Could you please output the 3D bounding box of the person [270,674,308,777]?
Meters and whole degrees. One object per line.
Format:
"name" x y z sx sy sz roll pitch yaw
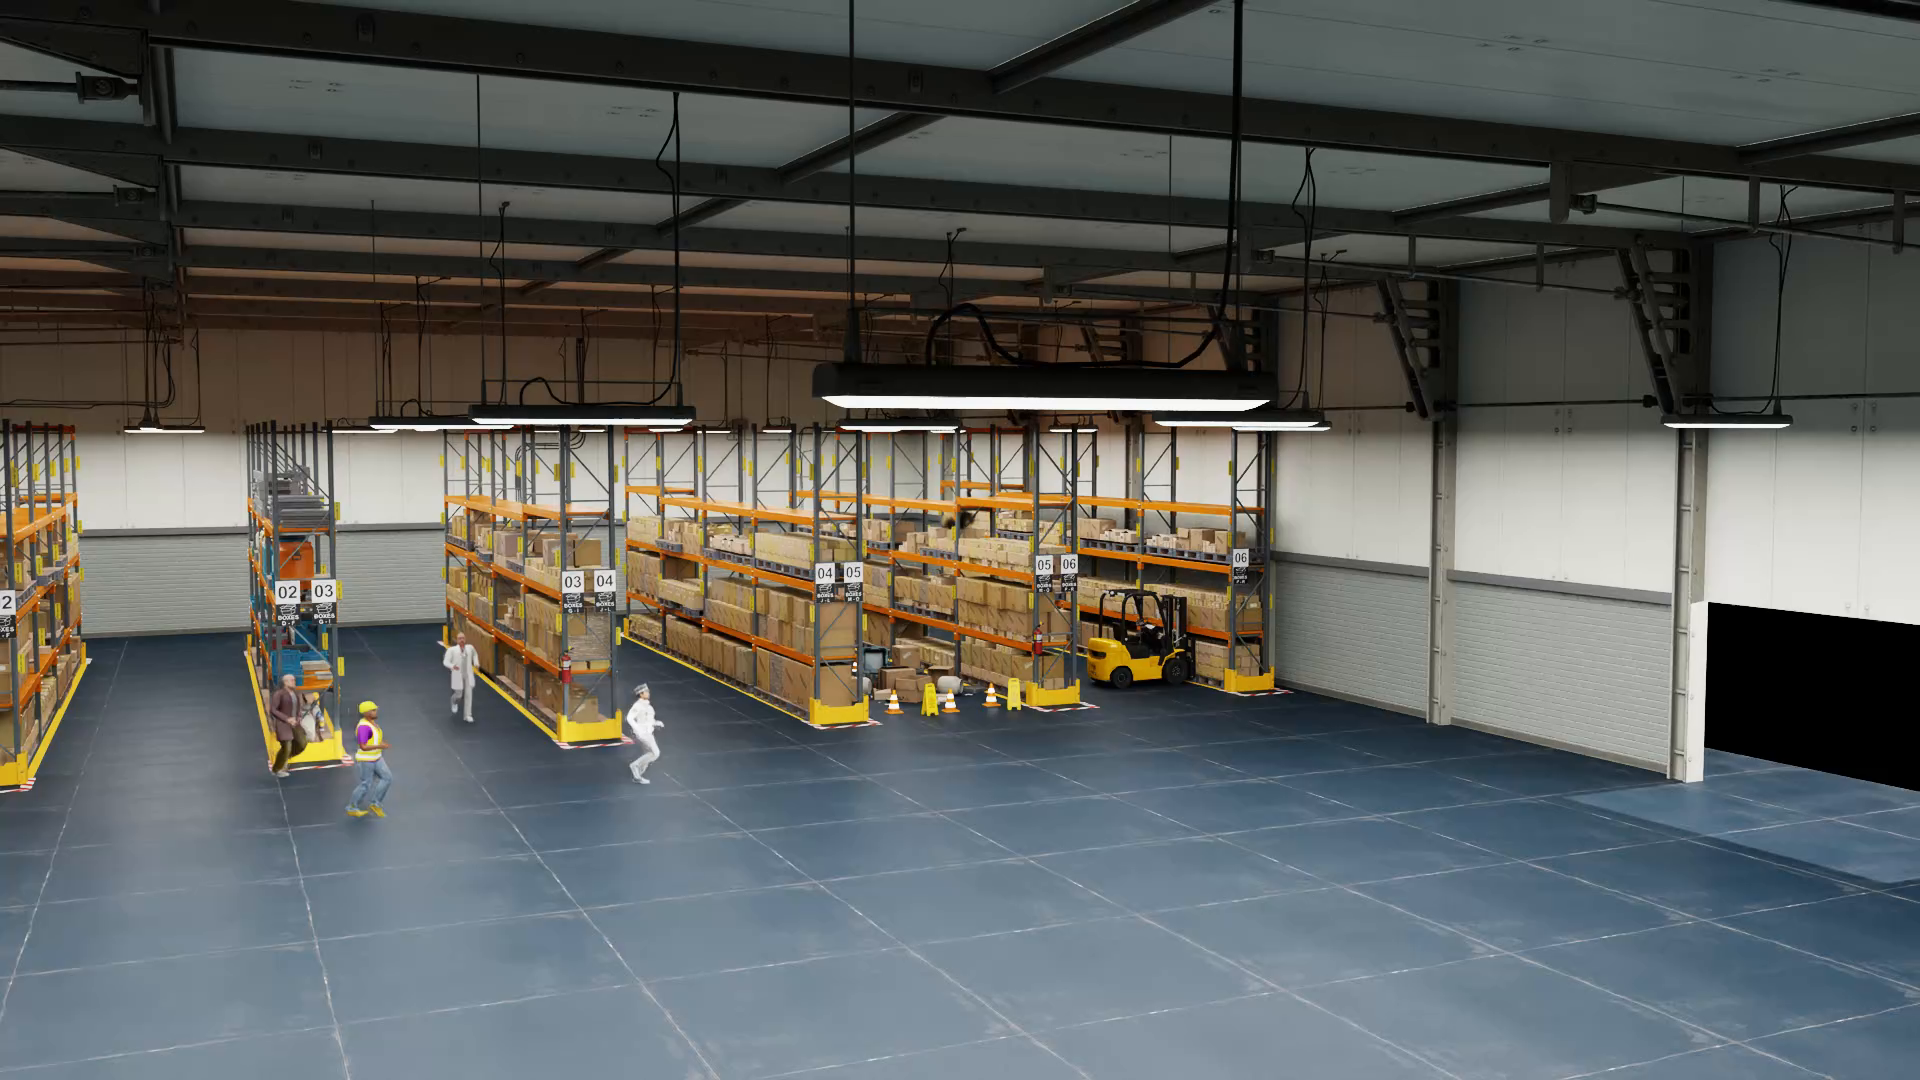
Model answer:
"person" -11.262 3.108 27.946 0.592 1.703 0.757 1 4 19

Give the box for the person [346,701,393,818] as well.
"person" -8.790 3.301 24.794 0.738 1.805 0.654 0 4 -1

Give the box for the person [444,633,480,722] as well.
"person" -10.001 2.745 33.461 0.724 1.742 1.079 -2 4 -30

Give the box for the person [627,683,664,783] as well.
"person" -5.152 3.183 27.377 0.535 1.659 0.605 0 4 4
